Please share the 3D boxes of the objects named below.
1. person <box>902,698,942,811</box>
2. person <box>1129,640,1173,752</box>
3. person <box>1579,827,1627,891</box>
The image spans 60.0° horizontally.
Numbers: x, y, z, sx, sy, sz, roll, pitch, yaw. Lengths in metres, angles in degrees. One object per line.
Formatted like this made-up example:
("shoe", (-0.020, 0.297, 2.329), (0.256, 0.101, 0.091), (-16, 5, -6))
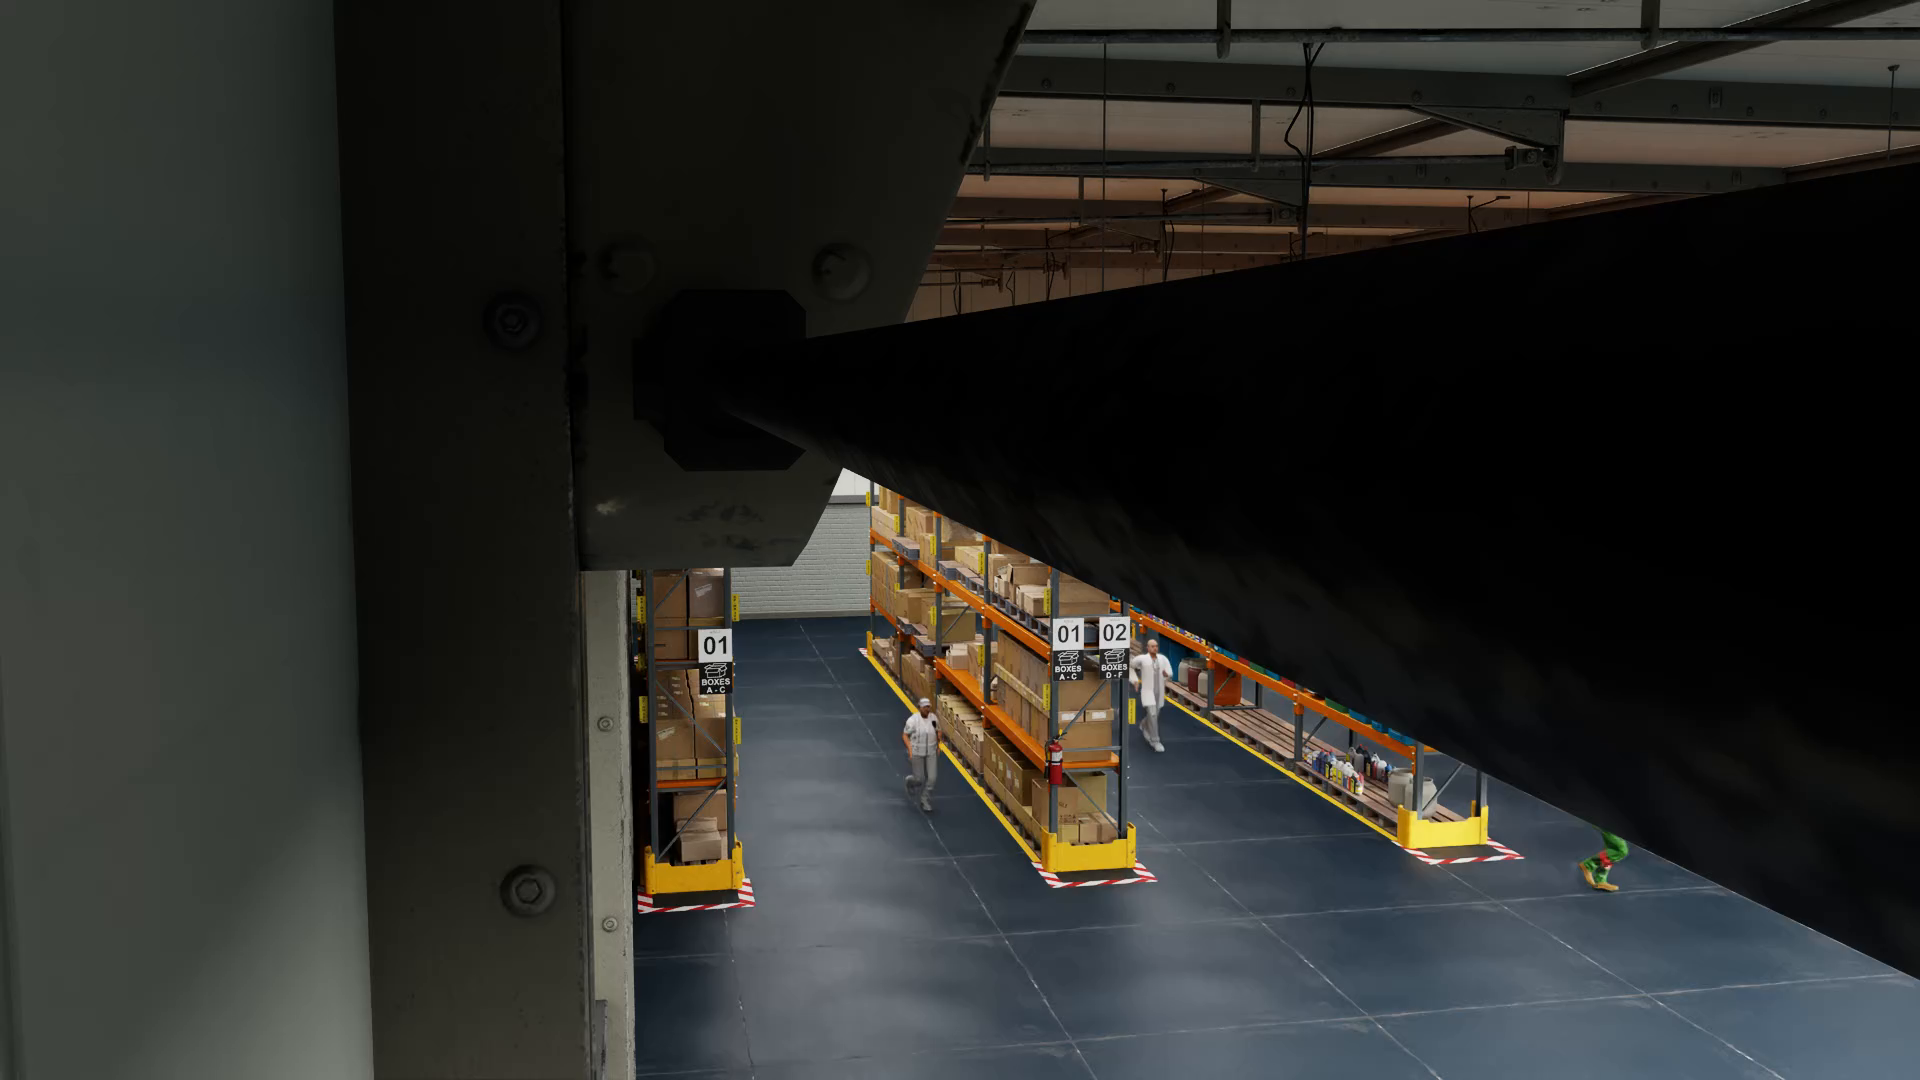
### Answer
("person", (-0.547, 3.045, 23.904), (0.593, 1.619, 0.586), (-2, 6, -20))
("person", (3.192, 2.634, 27.611), (0.694, 1.584, 1.044), (-2, 6, -22))
("person", (7.824, 3.364, 20.122), (0.589, 1.751, 0.673), (2, 6, 21))
